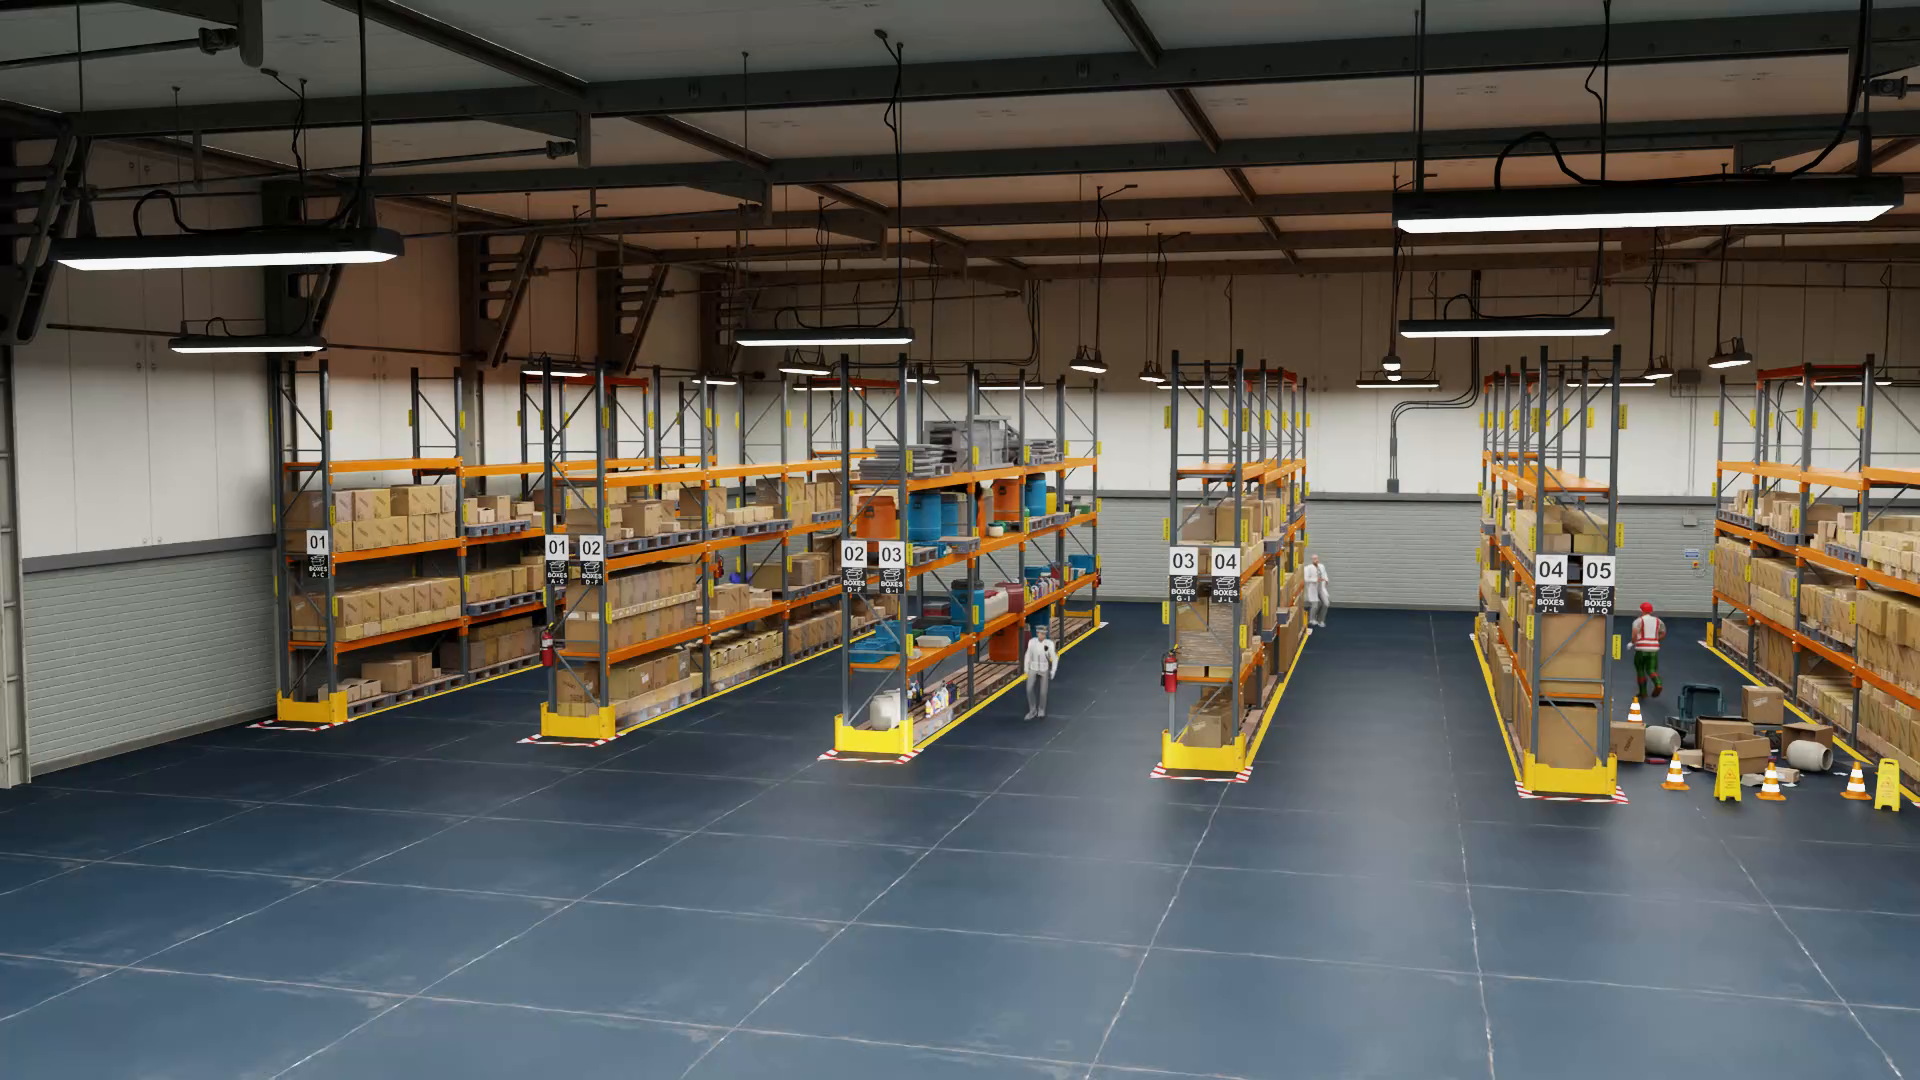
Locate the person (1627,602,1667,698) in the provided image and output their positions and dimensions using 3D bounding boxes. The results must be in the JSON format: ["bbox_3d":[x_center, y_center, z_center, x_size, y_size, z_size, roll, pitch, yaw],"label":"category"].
[{"bbox_3d":[12.386,1.993,29.851,0.658,1.737,0.811,0,4,2],"label":"person"}]

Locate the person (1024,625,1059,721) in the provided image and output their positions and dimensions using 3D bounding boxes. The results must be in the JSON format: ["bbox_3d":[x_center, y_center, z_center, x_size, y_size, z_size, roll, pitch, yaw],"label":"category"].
[{"bbox_3d":[1.362,2.208,27.850,0.590,1.625,0.712,0,4,7],"label":"person"}]

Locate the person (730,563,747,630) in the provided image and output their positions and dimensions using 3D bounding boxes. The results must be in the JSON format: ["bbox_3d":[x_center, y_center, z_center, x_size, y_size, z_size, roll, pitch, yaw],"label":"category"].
[{"bbox_3d":[-5.251,1.368,39.376,0.488,1.670,0.790,0,4,6],"label":"person"}]

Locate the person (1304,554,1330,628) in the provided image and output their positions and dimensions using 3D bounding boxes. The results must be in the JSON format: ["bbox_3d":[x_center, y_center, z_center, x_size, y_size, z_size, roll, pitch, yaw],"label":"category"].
[{"bbox_3d":[8.627,1.251,40.316,0.714,1.817,0.699,-1,4,-14],"label":"person"}]
